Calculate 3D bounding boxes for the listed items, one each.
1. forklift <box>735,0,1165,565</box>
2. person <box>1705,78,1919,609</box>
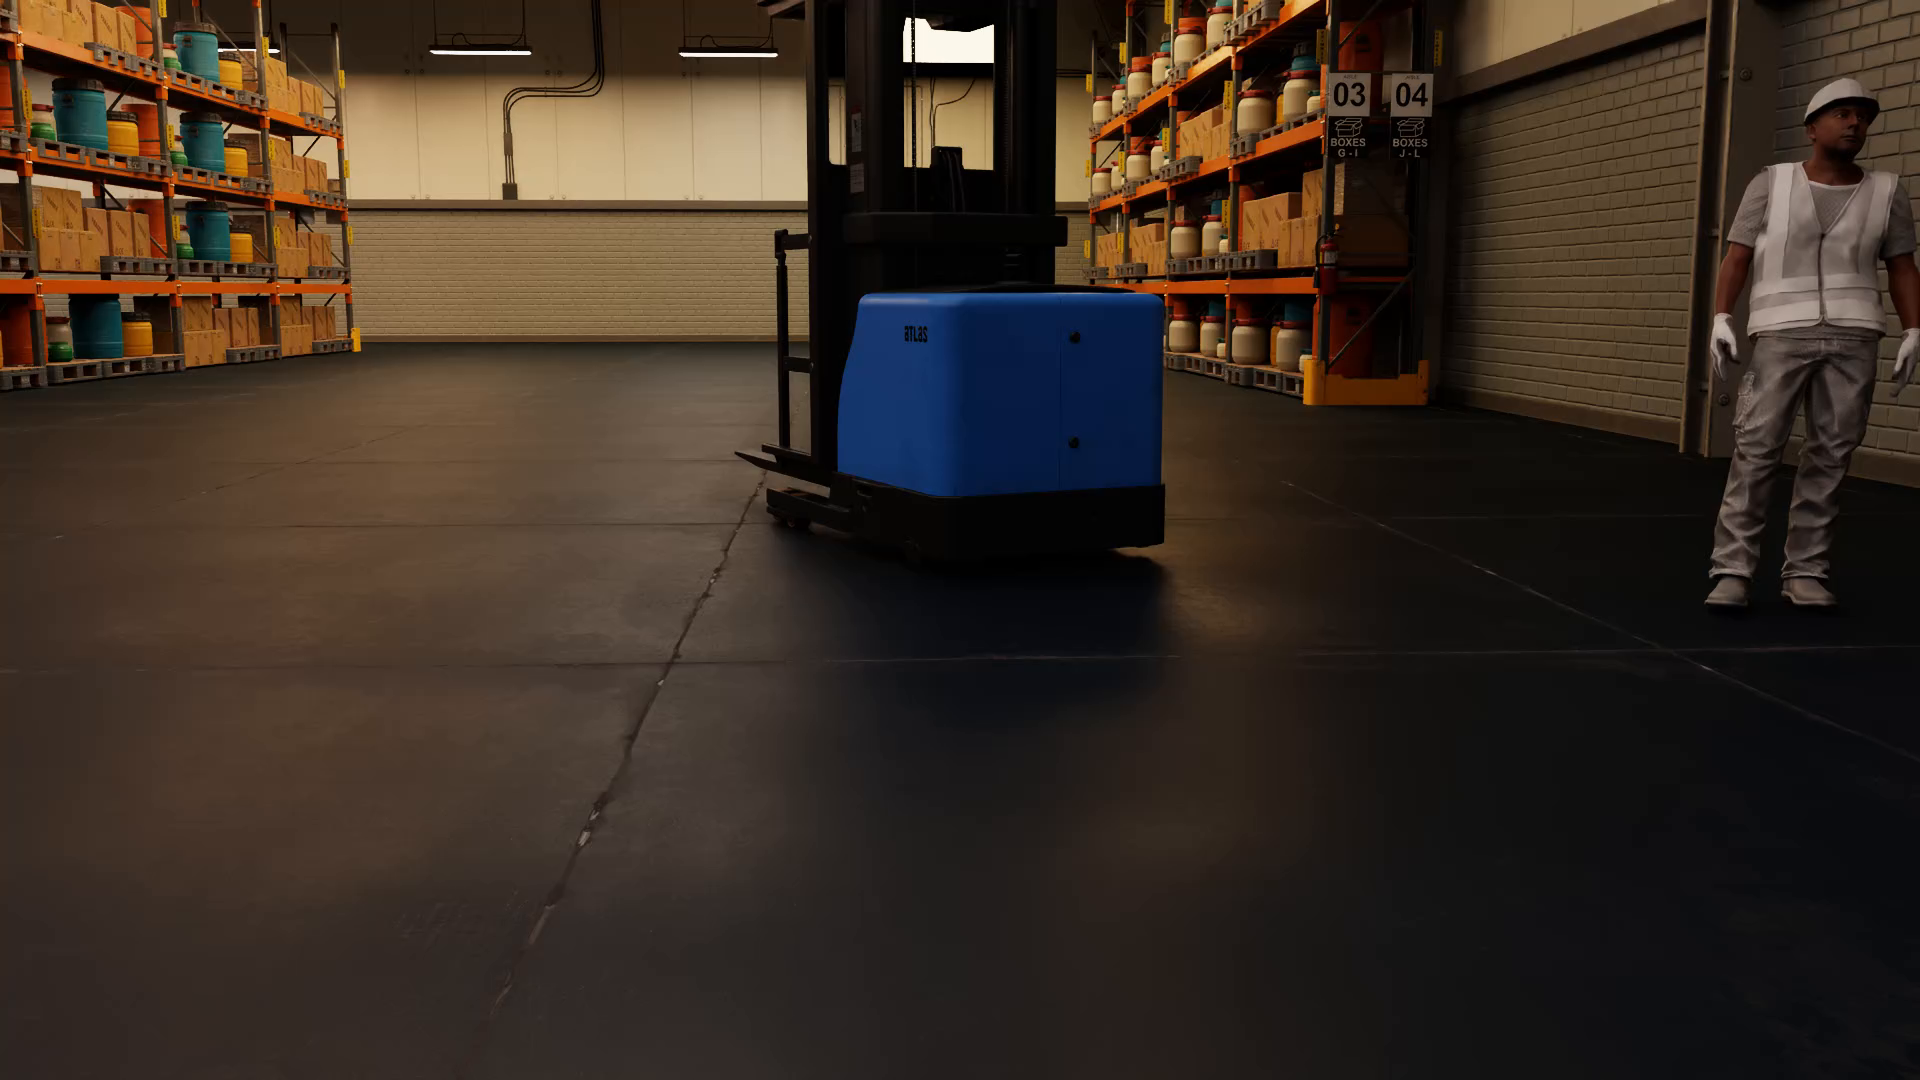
[{"bbox_3d":[-0.264,-1.530,7.637,1.130,2.935,3.031,-4,9,-25],"label":"forklift"},{"bbox_3d":[2.905,-0.660,5.638,0.656,1.785,0.576,3,9,17],"label":"person"}]
